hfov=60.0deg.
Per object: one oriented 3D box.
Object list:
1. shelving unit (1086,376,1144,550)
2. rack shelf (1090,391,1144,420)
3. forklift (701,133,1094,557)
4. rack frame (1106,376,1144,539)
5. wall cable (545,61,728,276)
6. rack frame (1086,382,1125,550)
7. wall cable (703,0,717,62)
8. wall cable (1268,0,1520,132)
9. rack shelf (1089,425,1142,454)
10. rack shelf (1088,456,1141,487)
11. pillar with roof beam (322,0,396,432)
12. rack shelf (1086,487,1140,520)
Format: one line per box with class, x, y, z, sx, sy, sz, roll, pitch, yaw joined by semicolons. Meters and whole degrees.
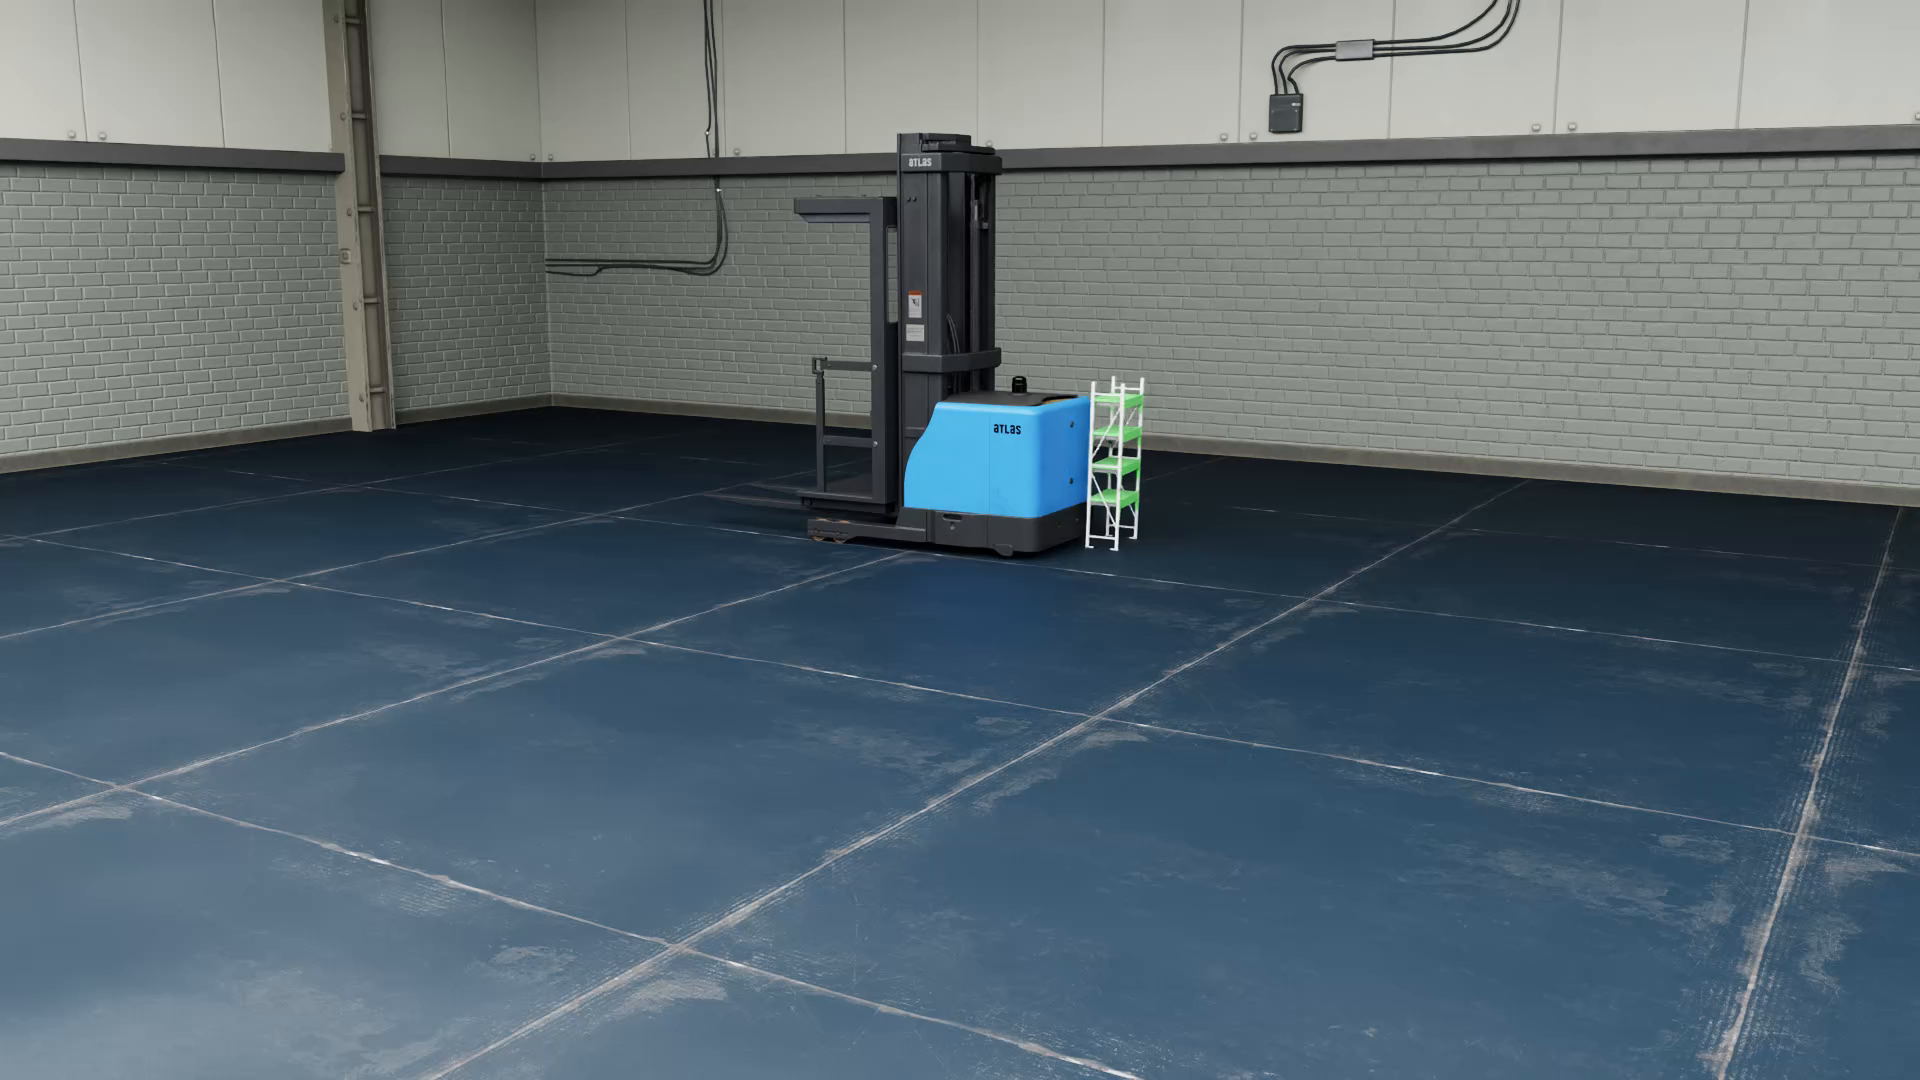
shelving unit;1.129;-0.567;12.118;0.258;1.200;0.503;6;12;22
rack shelf;1.139;-0.975;12.038;0.258;0.148;0.480;6;12;22
forklift;-0.552;-1.496;12.397;3.031;2.935;1.130;6;12;28
rack frame;1.222;-0.609;12.340;0.240;1.200;0.015;6;12;22
wall cable;-4.113;-4.514;20.466;3.097;2.526;0.112;6;12;31
rack frame;1.037;-0.525;11.896;0.240;1.200;0.015;6;12;22
wall cable;-1.801;-6.738;18.621;3.097;2.526;0.112;6;12;31
wall cable;3.993;-6.803;15.010;2.305;6.003;0.169;6;12;31
rack shelf;1.133;-0.740;12.084;0.258;0.148;0.480;6;12;22
rack shelf;1.128;-0.504;12.131;0.258;0.148;0.480;6;12;22
pillar with roof beam;-3.093;-5.292;16.184;9.100;9.000;0.400;6;12;31
rack shelf;1.123;-0.269;12.177;0.258;0.148;0.480;6;12;22
